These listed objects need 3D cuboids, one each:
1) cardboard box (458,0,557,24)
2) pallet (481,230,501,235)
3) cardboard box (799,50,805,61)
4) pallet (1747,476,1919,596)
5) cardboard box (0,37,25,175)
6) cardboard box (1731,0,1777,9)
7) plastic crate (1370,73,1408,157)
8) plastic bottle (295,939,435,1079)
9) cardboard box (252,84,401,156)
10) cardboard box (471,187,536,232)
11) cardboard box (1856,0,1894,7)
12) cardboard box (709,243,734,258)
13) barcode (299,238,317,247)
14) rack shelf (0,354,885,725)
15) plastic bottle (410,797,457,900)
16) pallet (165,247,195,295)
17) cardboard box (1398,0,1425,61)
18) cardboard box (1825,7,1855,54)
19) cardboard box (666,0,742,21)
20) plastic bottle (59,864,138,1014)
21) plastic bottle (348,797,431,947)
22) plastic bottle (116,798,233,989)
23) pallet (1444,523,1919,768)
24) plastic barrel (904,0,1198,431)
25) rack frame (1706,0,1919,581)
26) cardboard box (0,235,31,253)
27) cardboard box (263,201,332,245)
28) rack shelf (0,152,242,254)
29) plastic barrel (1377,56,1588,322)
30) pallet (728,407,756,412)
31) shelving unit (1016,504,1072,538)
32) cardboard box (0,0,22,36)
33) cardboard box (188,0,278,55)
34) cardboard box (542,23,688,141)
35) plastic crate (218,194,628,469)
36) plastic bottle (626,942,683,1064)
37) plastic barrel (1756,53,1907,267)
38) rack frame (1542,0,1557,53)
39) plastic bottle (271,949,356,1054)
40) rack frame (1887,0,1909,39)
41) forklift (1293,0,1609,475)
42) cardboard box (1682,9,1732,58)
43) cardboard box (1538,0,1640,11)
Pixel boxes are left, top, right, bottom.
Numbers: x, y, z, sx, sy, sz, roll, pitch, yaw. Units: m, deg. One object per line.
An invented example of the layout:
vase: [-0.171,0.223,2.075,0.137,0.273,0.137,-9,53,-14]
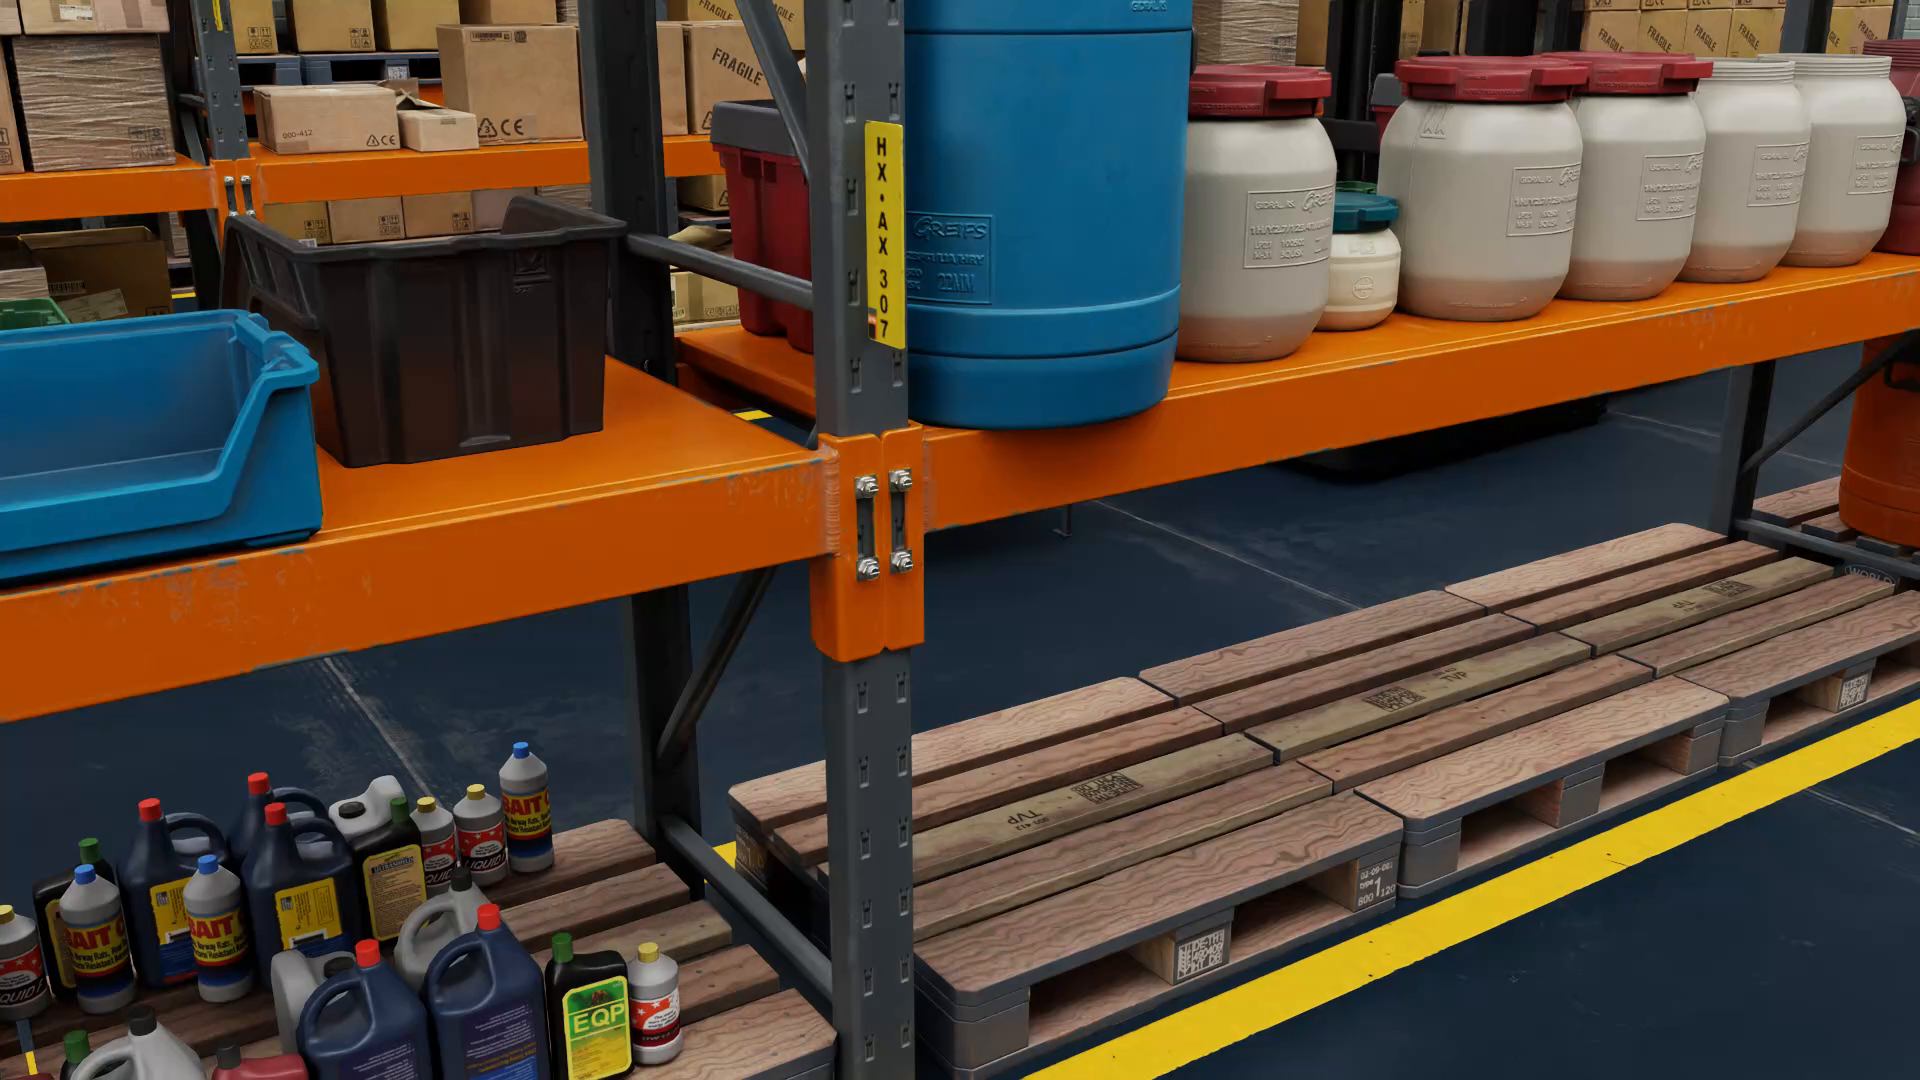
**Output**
cardboard box: [-3.351,-3.888,12.217,0.500,0.500,0.700,-14,23,-36]
pallet: [-3.166,-2.365,12.910,1.213,0.211,1.003,-12,22,-31]
cardboard box: [-1.272,-3.901,13.461,0.250,0.149,0.380,-11,22,-30]
pallet: [3.572,-0.002,5.921,1.213,0.211,1.003,-12,22,-31]
cardboard box: [-3.930,-1.667,6.336,0.500,0.500,0.700,-12,22,-32]
cardboard box: [5.395,-4.005,11.689,0.500,0.500,0.500,-11,22,-30]
plastic crate: [1.418,-1.001,4.421,0.583,0.464,0.402,-12,22,-31]
plastic bottle: [-0.944,0.802,2.637,0.185,0.351,0.144,-13,23,-34]
cardboard box: [-2.738,-1.821,7.183,0.500,0.250,0.500,-10,21,-28]
cardboard box: [-3.579,-2.647,12.606,0.500,0.500,0.700,-12,22,-31]
cardboard box: [6.676,-4.277,12.495,0.500,0.500,0.500,-12,22,-32]
cardboard box: [-0.940,-1.321,8.231,0.500,0.311,0.500,-12,22,-32]
barcode: [-2.683,-1.207,6.848,0.075,0.075,0.001,-12,22,-31]
rack shelf: [-2.075,0.225,2.020,4.000,0.370,1.077,-12,22,-31]
plastic bottle: [-1.081,0.623,3.400,0.097,0.201,0.097,0,19,0]
pallet: [-5.204,-1.935,11.639,1.213,0.211,1.003,-12,22,-31]
cardboard box: [2.498,-3.288,10.475,0.500,0.500,0.700,-8,20,-23]
cardboard box: [6.241,-3.711,12.382,0.500,0.500,0.500,-12,22,-31]
cardboard box: [-1.966,-4.038,12.853,0.500,0.500,0.500,-11,22,-30]
plastic bottle: [-1.567,0.716,3.017,0.097,0.271,0.097,0,19,0]
plastic bottle: [-1.107,0.641,3.218,0.133,0.283,0.061,-12,22,-31]
plastic bottle: [-1.464,0.642,3.110,0.185,0.351,0.144,-13,23,-34]
pallet: [2.268,0.274,5.105,1.213,0.211,1.003,-12,22,-31]
plastic barrel: [0.085,-0.693,2.828,0.708,0.901,0.600,-12,22,-31]
rack frame: [2.936,-1.173,5.031,0.127,3.000,1.000,-12,22,-31]
cardboard box: [-4.098,-0.958,6.860,0.500,0.500,0.500,-12,22,-31]
cardboard box: [-4.843,-2.381,11.821,0.500,0.500,0.700,-12,22,-32]
rack shelf: [-4.796,-1.101,5.941,4.000,0.370,1.077,-12,22,-31]
plastic barrel: [1.128,-0.772,3.632,0.433,0.535,0.433,0,19,0]
pallet: [-1.512,-0.830,8.369,1.213,0.211,1.003,-12,22,-31]
shelving unit: [-0.006,-0.709,6.001,0.755,1.500,0.431,-12,22,-31]
cardboard box: [-3.660,-1.954,6.171,0.250,0.149,0.380,-13,22,-33]
cardboard box: [-4.938,-3.551,11.223,0.500,0.500,0.700,-9,21,-26]
cardboard box: [-1.617,-2.153,7.775,0.500,0.500,0.500,-12,22,-31]
plastic crate: [-0.912,-0.381,2.785,0.504,0.338,0.767,-12,22,-31]
plastic bottle: [-0.536,0.796,2.889,0.097,0.201,0.097,0,19,0]
plastic barrel: [2.195,-0.988,4.308,0.421,0.512,0.421,0,19,0]
rack frame: [3.556,-3.203,11.036,0.127,3.000,1.000,-12,22,-31]
plastic bottle: [-1.046,0.803,2.753,0.135,0.276,0.152,-12,22,-31]
rack frame: [6.897,-3.908,13.120,0.127,3.000,1.000,-12,22,-31]
forklift: [2.453,-2.024,7.656,3.031,2.935,1.130,-14,23,-36]
cardboard box: [4.976,-3.446,11.598,0.500,0.500,0.500,-12,22,-32]
cardboard box: [4.104,-3.732,10.883,0.500,0.500,0.500,-11,22,-30]
